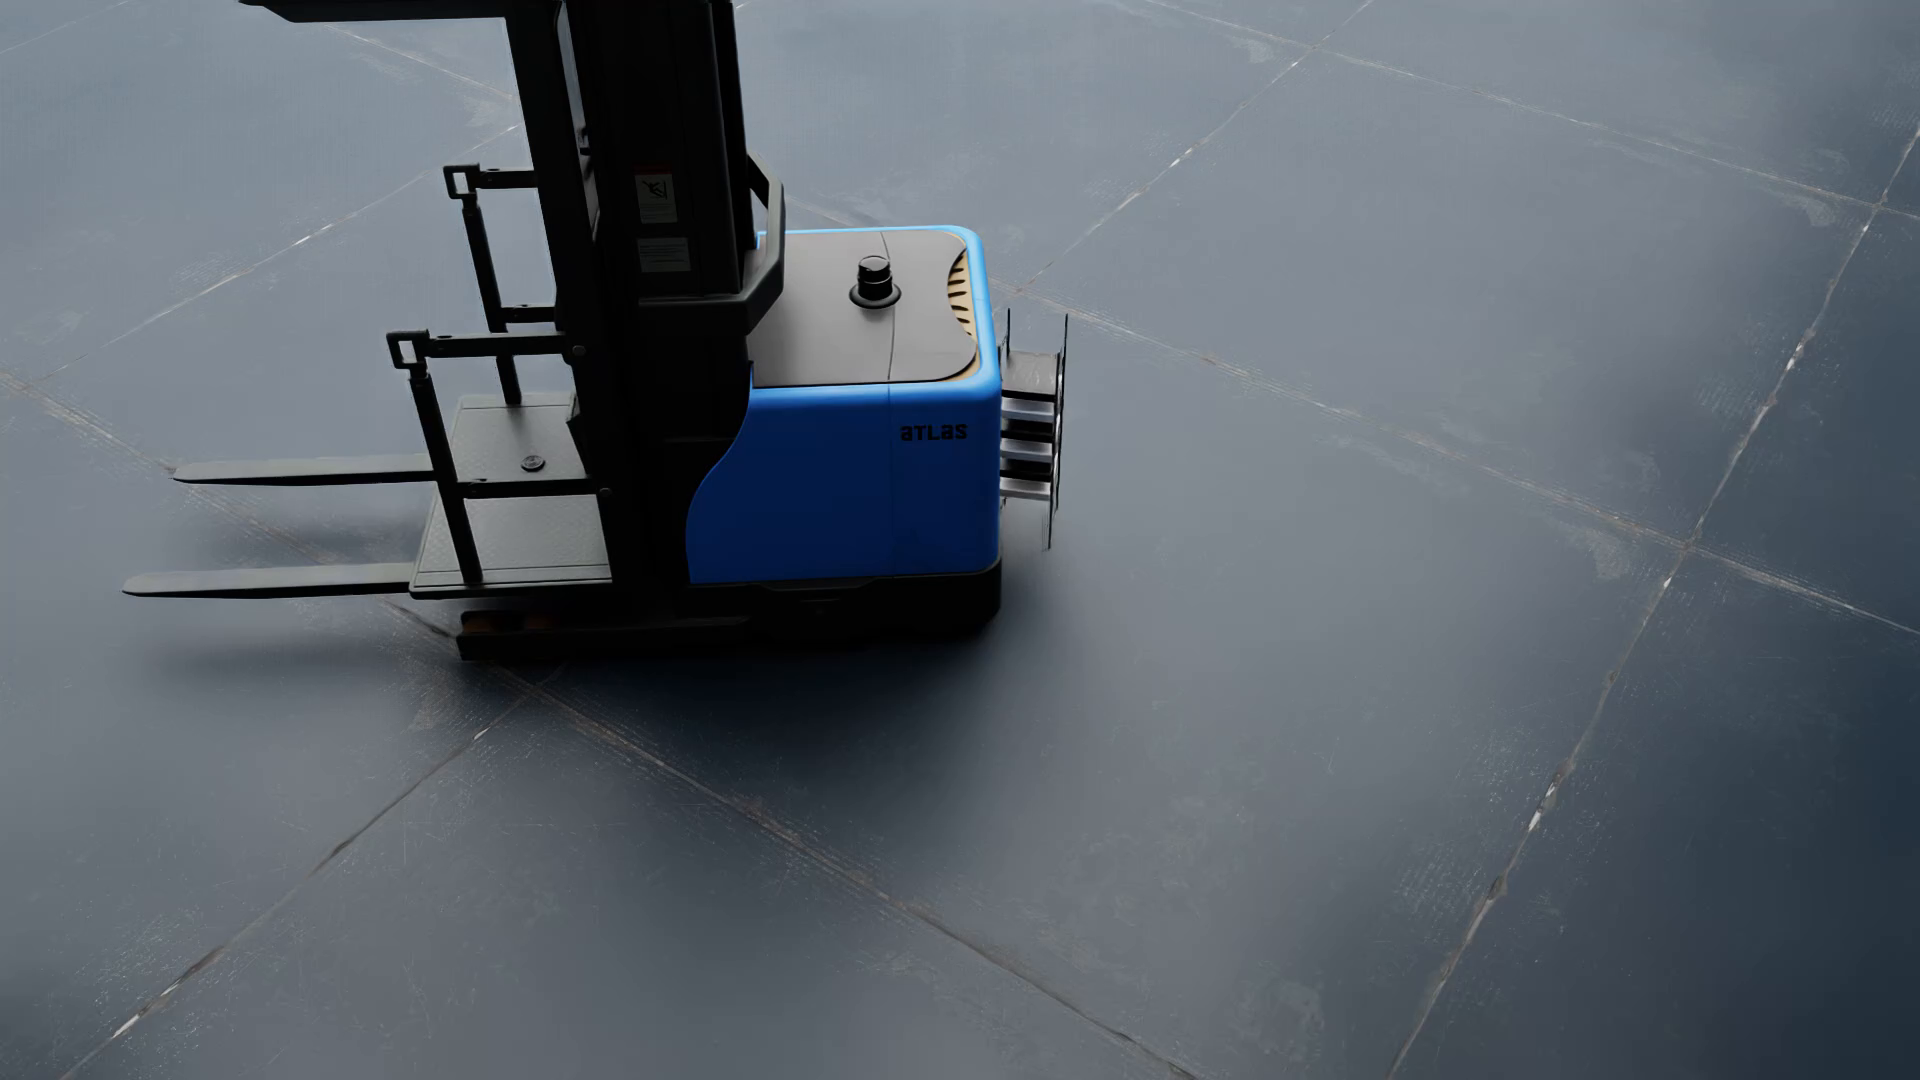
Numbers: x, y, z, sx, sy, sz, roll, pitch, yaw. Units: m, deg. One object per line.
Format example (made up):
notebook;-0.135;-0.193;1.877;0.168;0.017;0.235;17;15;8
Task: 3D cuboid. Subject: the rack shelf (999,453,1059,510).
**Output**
rack shelf;0.252;-0.229;6.152;0.200;0.077;0.258;7;42;7

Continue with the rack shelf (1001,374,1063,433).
rack shelf;0.252;-0.498;5.911;0.200;0.077;0.258;7;42;7

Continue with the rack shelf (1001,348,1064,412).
rack shelf;0.252;-0.565;5.851;0.200;0.077;0.258;7;42;7

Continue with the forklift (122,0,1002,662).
forklift;-1.394;-1.034;5.207;3.031;2.935;1.130;-2;42;-3

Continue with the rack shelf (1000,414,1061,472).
rack shelf;0.252;-0.364;6.032;0.200;0.077;0.258;7;42;7

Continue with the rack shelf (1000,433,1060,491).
rack shelf;0.252;-0.297;6.092;0.200;0.077;0.258;7;42;7

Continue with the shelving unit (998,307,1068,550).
shelving unit;0.252;-0.388;6.009;0.210;0.900;0.258;7;42;7

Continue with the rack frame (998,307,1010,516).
rack frame;0.152;-0.400;6.022;0.006;0.900;0.240;7;42;7

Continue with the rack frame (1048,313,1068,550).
rack frame;0.352;-0.377;5.996;0.006;0.900;0.240;7;42;7

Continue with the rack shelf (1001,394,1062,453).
rack shelf;0.252;-0.431;5.971;0.200;0.077;0.258;7;42;7
